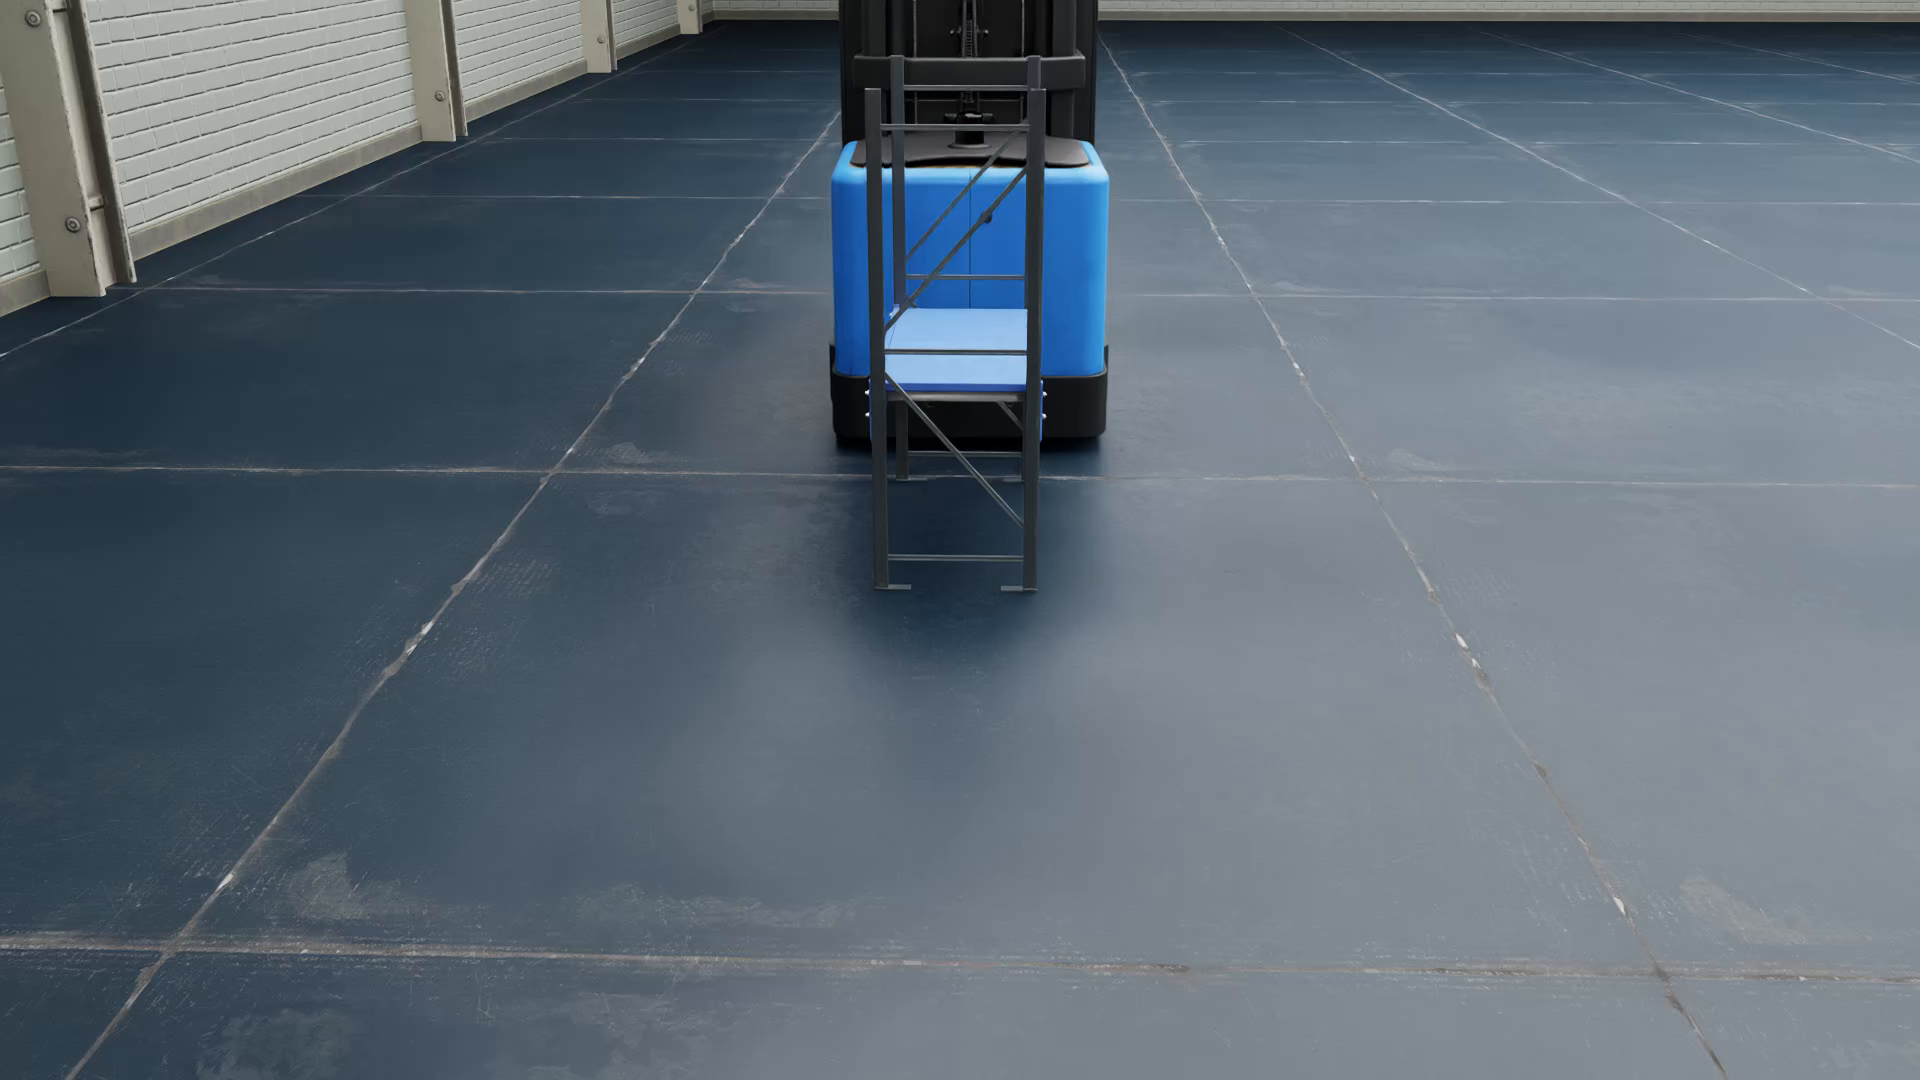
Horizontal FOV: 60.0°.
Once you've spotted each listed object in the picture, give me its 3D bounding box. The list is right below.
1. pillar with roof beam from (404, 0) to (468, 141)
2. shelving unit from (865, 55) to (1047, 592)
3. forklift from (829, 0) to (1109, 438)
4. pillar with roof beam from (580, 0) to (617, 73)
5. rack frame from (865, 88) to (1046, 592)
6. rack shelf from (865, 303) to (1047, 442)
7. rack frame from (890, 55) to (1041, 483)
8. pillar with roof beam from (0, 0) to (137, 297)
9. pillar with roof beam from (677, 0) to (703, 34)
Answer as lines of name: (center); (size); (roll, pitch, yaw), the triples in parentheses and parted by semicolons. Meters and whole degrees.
pillar with roof beam: (-0.249, -7.691, 12.910); (9.100, 9.000, 0.400); (1, 21, 2)
shelving unit: (0.003, -0.730, 5.337); (0.538, 1.500, 1.048); (1, 21, 2)
forklift: (0.035, -2.237, 7.241); (1.130, 2.935, 3.031); (0, 21, 0)
pillar with roof beam: (-0.067, -9.860, 18.501); (9.100, 9.000, 0.400); (1, 21, 2)
rack frame: (-0.013, -0.546, 4.863); (0.500, 1.500, 0.032); (1, 21, 2)
rack shelf: (0.003, -0.562, 5.402); (0.538, 0.185, 1.000); (1, 21, 2)
rack frame: (0.018, -0.914, 5.811); (0.500, 1.500, 0.032); (1, 21, 2)
pillar with roof beam: (-0.432, -5.521, 7.319); (9.100, 9.000, 0.400); (1, 21, 2)
pillar with roof beam: (0.116, -12.030, 24.092); (9.100, 9.000, 0.400); (1, 21, 2)
